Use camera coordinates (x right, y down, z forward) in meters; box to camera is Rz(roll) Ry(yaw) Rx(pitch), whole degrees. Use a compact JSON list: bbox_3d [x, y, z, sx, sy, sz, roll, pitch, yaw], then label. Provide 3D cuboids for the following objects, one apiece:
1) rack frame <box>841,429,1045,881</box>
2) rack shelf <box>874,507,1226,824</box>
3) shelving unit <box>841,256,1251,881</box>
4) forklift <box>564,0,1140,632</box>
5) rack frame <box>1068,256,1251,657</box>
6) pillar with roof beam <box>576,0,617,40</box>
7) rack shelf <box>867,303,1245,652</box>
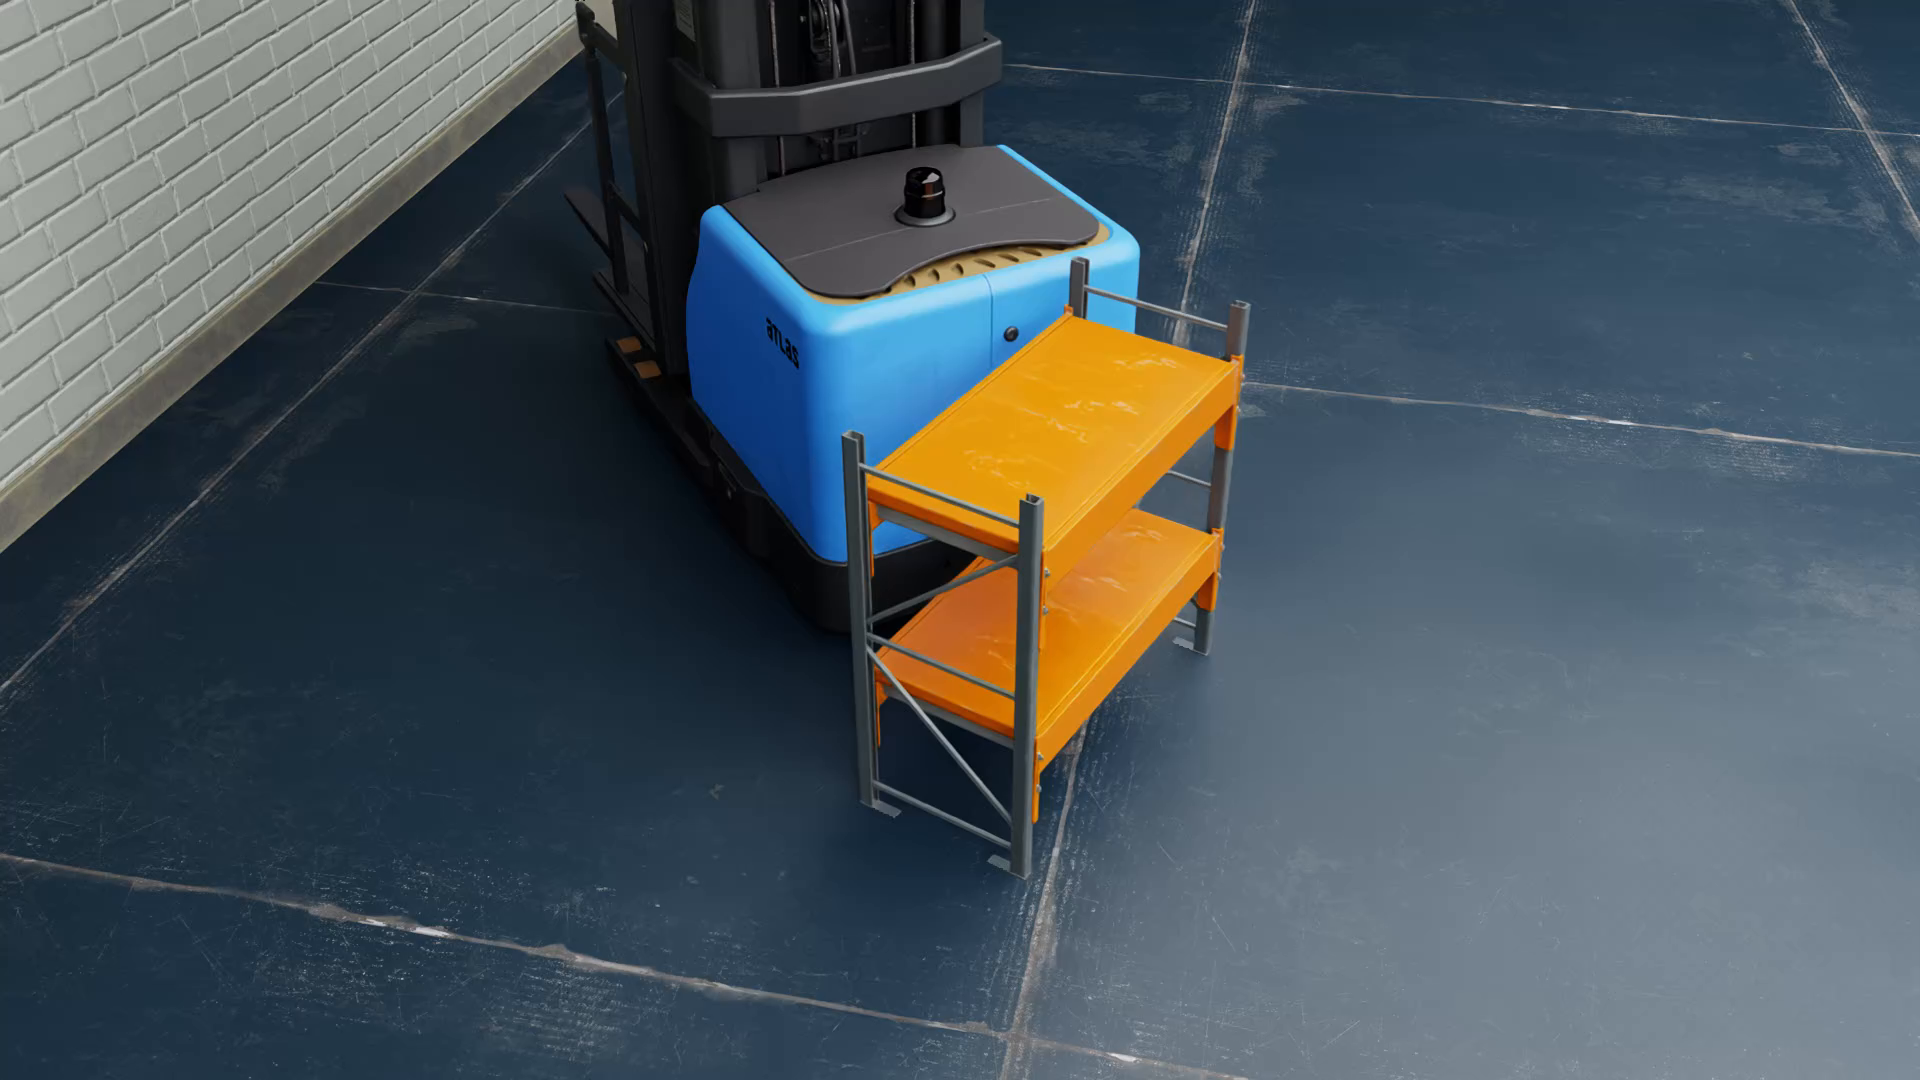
[{"bbox_3d":[-0.043,0.297,3.881,0.500,1.125,0.032,21,41,26],"label":"rack frame"},{"bbox_3d":[0.232,0.244,4.371,0.538,0.278,1.000,21,41,26],"label":"rack shelf"},{"bbox_3d":[0.232,0.046,4.228,0.538,1.125,1.048,21,41,26],"label":"shelving unit"},{"bbox_3d":[-0.625,-1.770,5.194,1.130,2.935,3.031,-17,39,-22],"label":"forklift"},{"bbox_3d":[0.507,-0.205,4.574,0.500,1.125,0.032,21,41,26],"label":"rack frame"},{"bbox_3d":[2.366,-5.847,5.650,9.100,9.000,0.400,7,37,10],"label":"pillar with roof beam"},{"bbox_3d":[0.232,-0.191,4.056,0.538,0.278,1.000,21,41,26],"label":"rack shelf"}]
